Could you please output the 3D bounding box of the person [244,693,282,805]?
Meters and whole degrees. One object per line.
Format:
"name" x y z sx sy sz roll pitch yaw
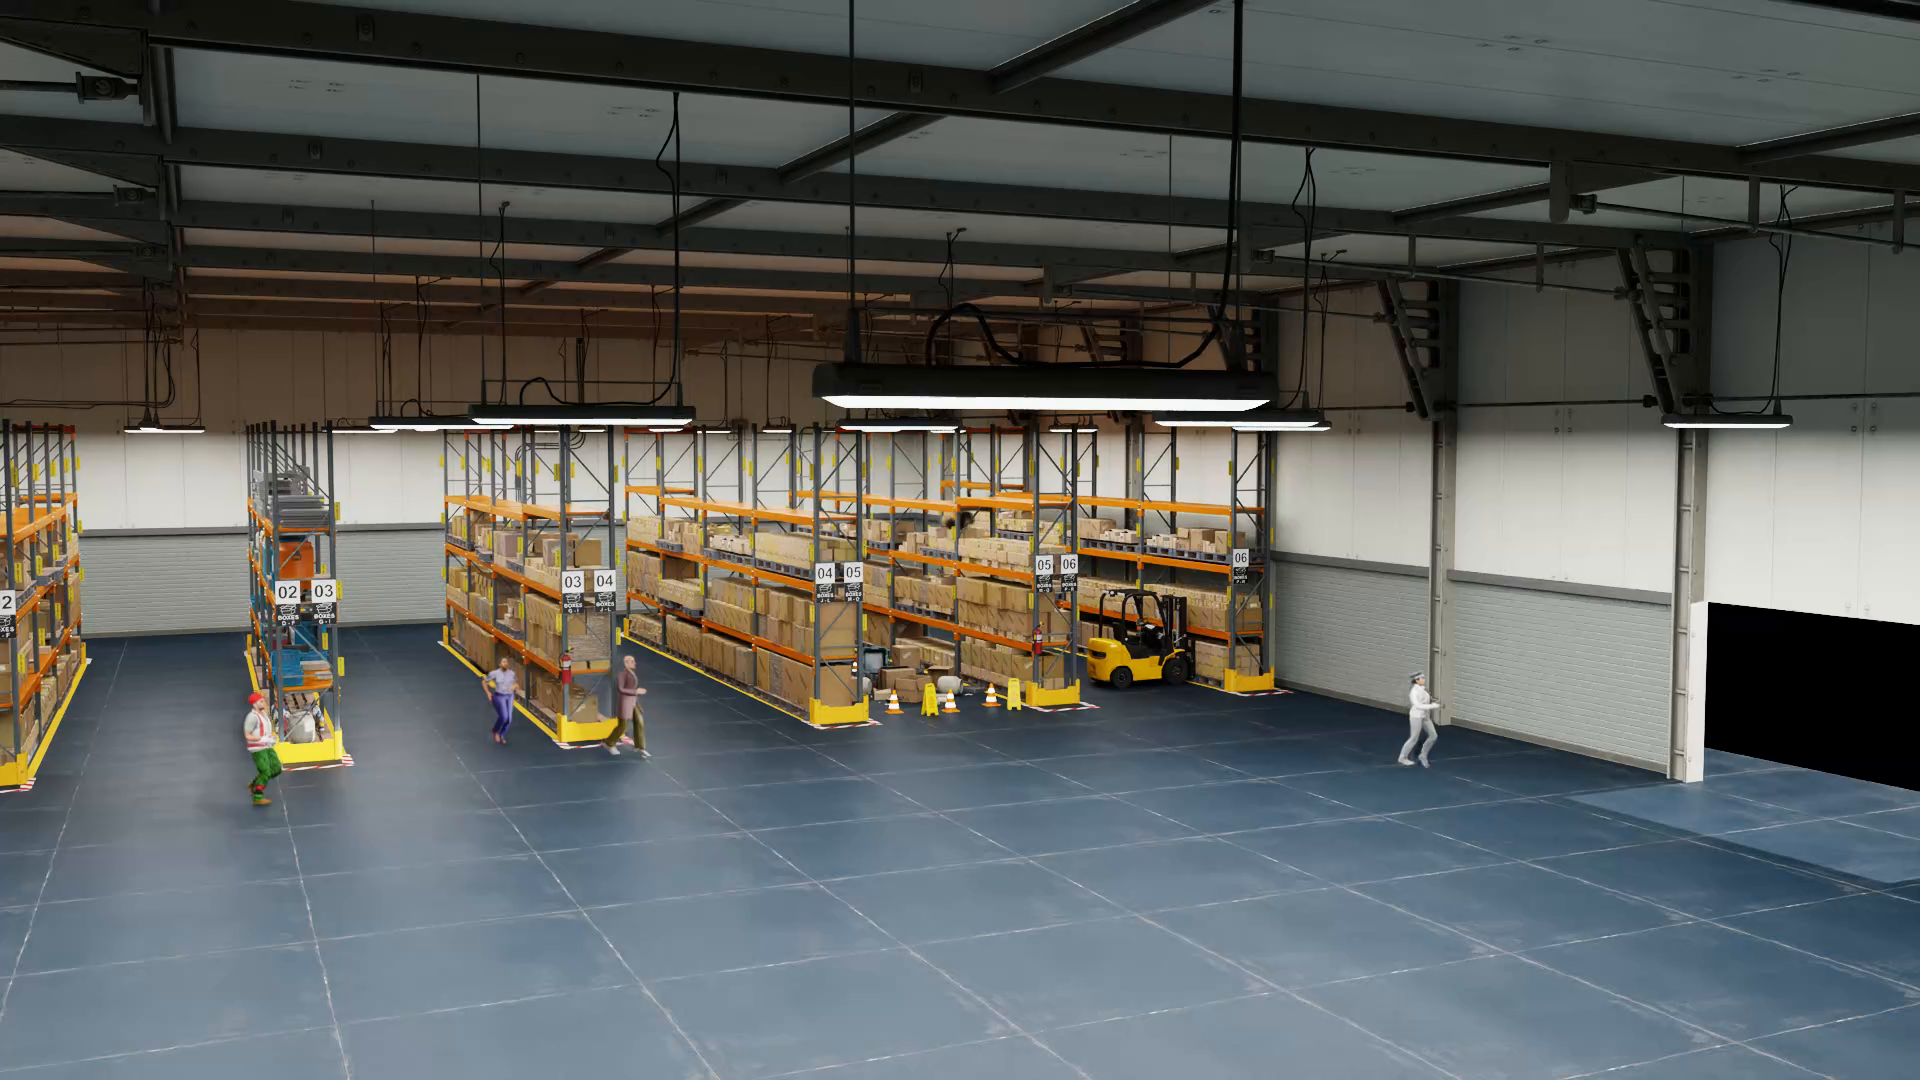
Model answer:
"person" -10.813 3.233 25.794 0.601 1.740 0.649 0 4 3

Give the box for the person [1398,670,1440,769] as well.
"person" 7.939 3.088 28.663 0.703 1.725 0.476 3 4 35

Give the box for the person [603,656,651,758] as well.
"person" -5.946 2.978 29.690 0.889 1.841 0.735 1 4 17

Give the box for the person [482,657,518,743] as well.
"person" -8.491 2.986 30.969 0.594 1.607 0.593 3 5 43
